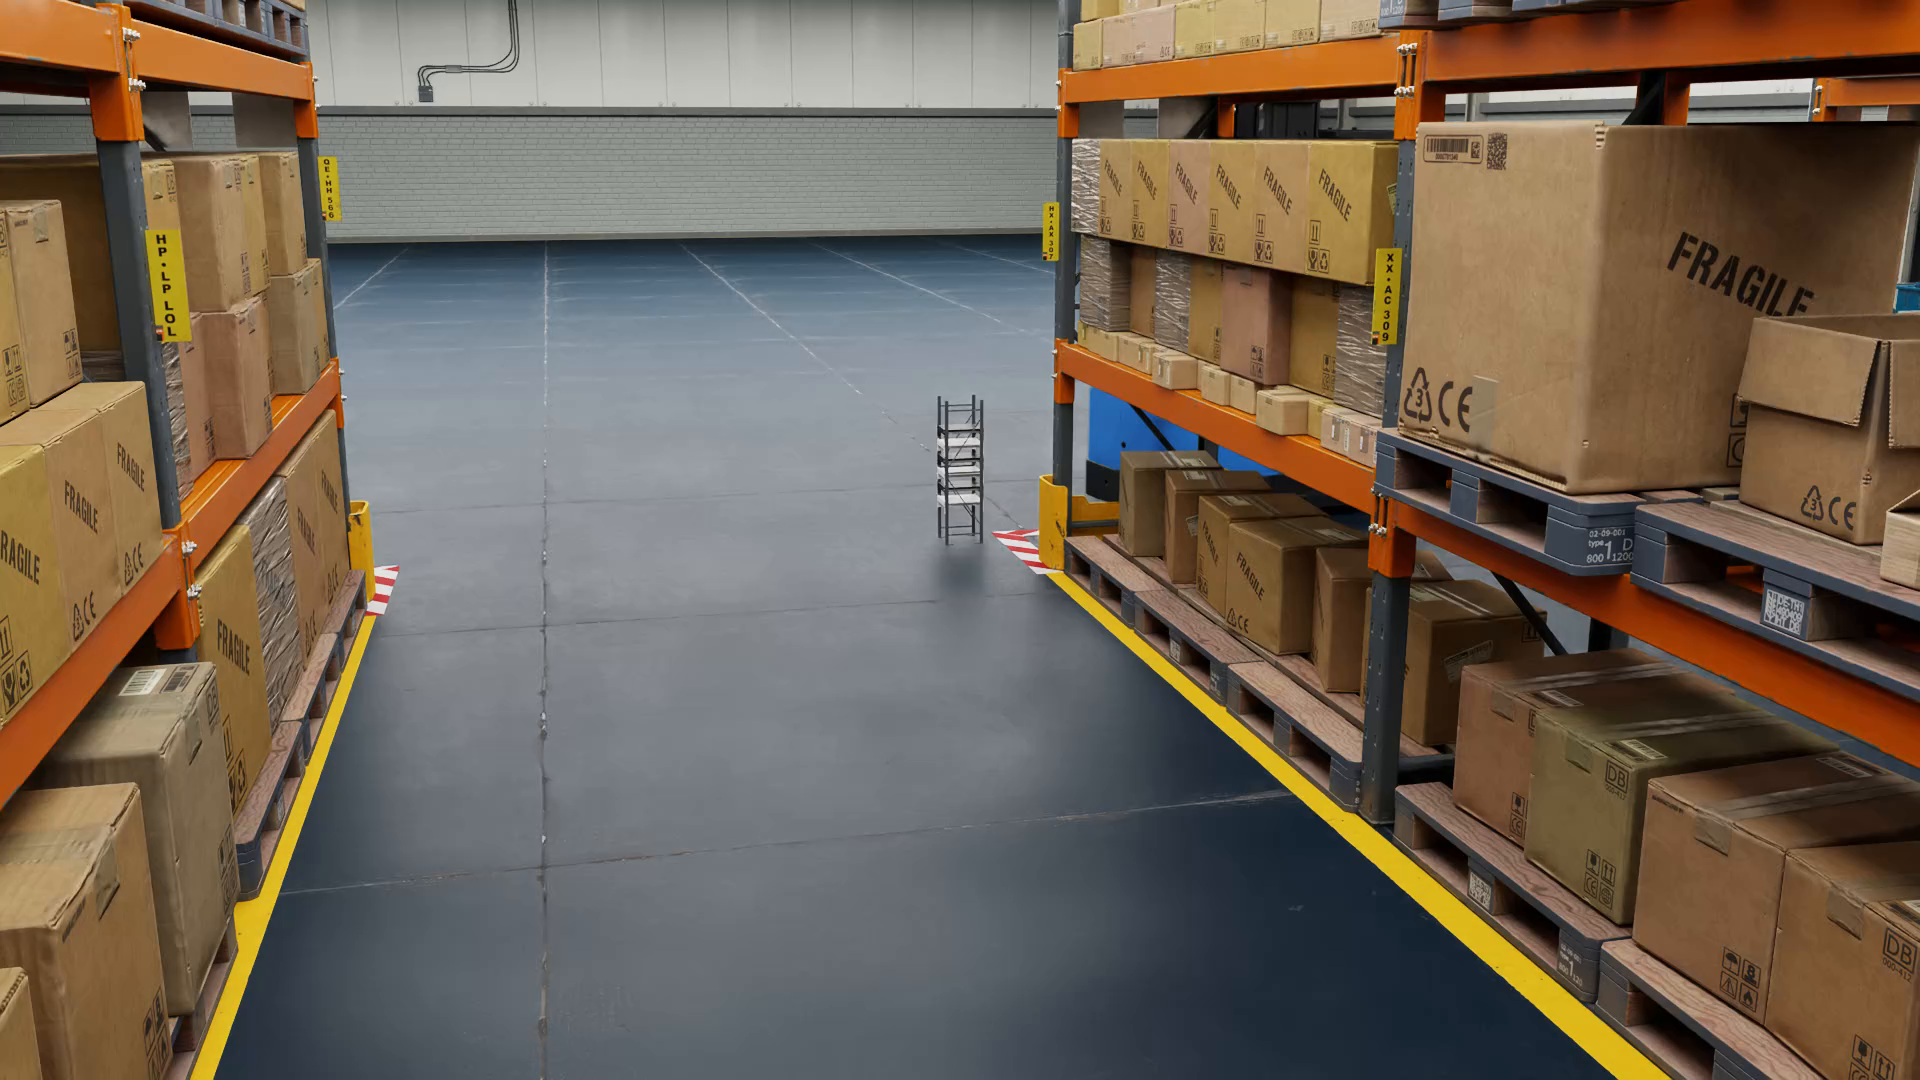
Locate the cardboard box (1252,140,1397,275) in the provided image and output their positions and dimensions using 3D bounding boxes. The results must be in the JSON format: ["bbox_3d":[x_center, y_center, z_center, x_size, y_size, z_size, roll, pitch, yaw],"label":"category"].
[{"bbox_3d":[1.496,-1.326,6.590,0.500,0.500,0.500,-3,14,-13],"label":"cardboard box"}]

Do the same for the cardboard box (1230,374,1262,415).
[{"bbox_3d":[1.407,-0.646,7.279,0.380,0.149,0.250,-3,14,-13],"label":"cardboard box"}]

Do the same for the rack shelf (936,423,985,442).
[{"bbox_3d":[0.002,-0.665,10.256,0.258,0.077,0.200,-3,14,-13],"label":"rack shelf"}]

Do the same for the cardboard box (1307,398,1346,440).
[{"bbox_3d":[1.602,-0.474,6.575,0.380,0.149,0.250,-3,14,-13],"label":"cardboard box"}]

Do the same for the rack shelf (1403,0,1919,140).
[{"bbox_3d":[2.458,-1.090,3.762,1.077,0.370,4.000,-3,14,-13],"label":"rack shelf"}]

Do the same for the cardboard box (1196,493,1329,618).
[{"bbox_3d":[1.482,0.071,8.200,0.500,0.500,0.500,-2,14,-8],"label":"cardboard box"}]

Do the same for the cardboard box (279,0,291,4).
[{"bbox_3d":[-3.269,-2.525,7.557,0.380,0.149,0.250,-3,14,-12],"label":"cardboard box"}]

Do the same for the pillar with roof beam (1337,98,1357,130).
[{"bbox_3d":[5.268,-11.676,39.259,9.100,9.000,0.400,-3,14,-13],"label":"pillar with roof beam"}]

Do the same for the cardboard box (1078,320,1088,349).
[{"bbox_3d":[0.884,-1.165,9.405,0.380,0.149,0.250,-3,14,-13],"label":"cardboard box"}]

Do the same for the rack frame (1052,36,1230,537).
[{"bbox_3d":[1.049,-1.366,9.699,1.000,3.000,0.127,-3,14,-13],"label":"rack frame"}]

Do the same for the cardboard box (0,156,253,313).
[{"bbox_3d":[-3.145,-1.127,6.130,0.875,0.550,0.550,-3,14,-13],"label":"cardboard box"}]

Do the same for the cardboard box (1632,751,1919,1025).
[{"bbox_3d":[2.337,0.940,4.598,0.700,0.500,0.500,-5,14,-18],"label":"cardboard box"}]

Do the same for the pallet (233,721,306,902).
[{"bbox_3d":[-2.959,0.985,5.952,1.003,0.211,1.213,-3,14,-13],"label":"pallet"}]

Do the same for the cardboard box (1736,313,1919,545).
[{"bbox_3d":[2.485,-0.303,4.244,0.797,0.503,0.637,-2,14,-7],"label":"cardboard box"}]

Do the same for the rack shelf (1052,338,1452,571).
[{"bbox_3d":[1.519,-0.555,7.895,1.077,0.370,4.000,-3,14,-13],"label":"rack shelf"}]

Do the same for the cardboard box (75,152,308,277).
[{"bbox_3d":[-3.528,-1.501,7.659,0.875,0.550,0.550,-3,14,-13],"label":"cardboard box"}]

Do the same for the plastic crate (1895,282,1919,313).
[{"bbox_3d":[6.272,-1.471,10.442,0.499,0.251,0.616,-3,14,-13],"label":"plastic crate"}]

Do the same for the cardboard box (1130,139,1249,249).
[{"bbox_3d":[1.143,-1.672,8.006,0.500,0.500,0.500,-3,14,-13],"label":"cardboard box"}]

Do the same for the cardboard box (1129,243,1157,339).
[{"bbox_3d":[1.385,-1.322,8.681,0.875,0.500,0.500,-3,14,-13],"label":"cardboard box"}]

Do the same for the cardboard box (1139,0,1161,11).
[{"bbox_3d":[1.082,-2.628,8.019,0.380,0.149,0.250,-3,14,-13],"label":"cardboard box"}]

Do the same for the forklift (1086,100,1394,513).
[{"bbox_3d":[2.429,-1.716,11.276,3.031,2.935,1.130,-6,15,-23],"label":"forklift"}]

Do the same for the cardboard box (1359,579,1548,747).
[{"bbox_3d":[1.933,0.472,6.555,0.500,0.500,0.500,-4,14,-15],"label":"cardboard box"}]

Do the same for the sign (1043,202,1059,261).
[{"bbox_3d":[0.521,-1.756,9.472,0.100,0.325,0.005,-3,14,-13],"label":"sign"}]

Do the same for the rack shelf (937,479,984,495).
[{"bbox_3d":[0.002,-0.315,10.342,0.258,0.077,0.200,-3,14,-13],"label":"rack shelf"}]

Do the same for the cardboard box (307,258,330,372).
[{"bbox_3d":[-3.665,-1.103,8.305,0.875,0.550,0.550,-3,14,-13],"label":"cardboard box"}]

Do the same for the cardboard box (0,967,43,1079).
[{"bbox_3d":[-2.181,1.274,2.746,1.050,0.750,0.750,-3,14,-12],"label":"cardboard box"}]

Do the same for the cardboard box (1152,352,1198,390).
[{"bbox_3d":[1.142,-0.814,7.966,0.380,0.149,0.250,-3,14,-13],"label":"cardboard box"}]

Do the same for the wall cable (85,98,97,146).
[{"bbox_3d":[-20.573,-9.405,36.506,3.097,2.526,0.112,-3,14,-13],"label":"wall cable"}]

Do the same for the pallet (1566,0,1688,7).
[{"bbox_3d":[2.276,-1.422,4.002,1.213,0.211,1.003,-3,14,-13],"label":"pallet"}]

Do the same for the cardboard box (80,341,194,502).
[{"bbox_3d":[-2.955,-0.348,5.213,0.875,0.550,0.550,-3,14,-13],"label":"cardboard box"}]

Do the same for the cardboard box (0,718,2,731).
[{"bbox_3d":[-2.115,0.217,3.009,0.500,0.500,0.500,-3,14,-14],"label":"cardboard box"}]

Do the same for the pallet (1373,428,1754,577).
[{"bbox_3d":[2.026,-0.166,5.189,1.003,0.211,1.213,-3,14,-13],"label":"pallet"}]

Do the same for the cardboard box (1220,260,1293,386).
[{"bbox_3d":[1.644,-0.971,7.243,0.875,0.500,0.500,-3,14,-13],"label":"cardboard box"}]

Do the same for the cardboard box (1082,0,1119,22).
[{"bbox_3d":[0.856,-2.803,8.733,0.380,0.149,0.250,-3,14,-12],"label":"cardboard box"}]

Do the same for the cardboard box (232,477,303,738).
[{"bbox_3d":[-3.152,0.281,6.548,0.875,0.875,0.875,-3,14,-13],"label":"cardboard box"}]

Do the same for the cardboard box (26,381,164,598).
[{"bbox_3d":[-2.474,-0.133,4.442,0.500,0.500,0.500,-3,14,-14],"label":"cardboard box"}]

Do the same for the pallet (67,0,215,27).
[{"bbox_3d":[-3.039,-1.794,5.315,1.003,0.211,1.213,-3,14,-13],"label":"pallet"}]

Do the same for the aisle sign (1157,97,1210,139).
[{"bbox_3d":[1.326,-2.660,9.517,0.394,0.787,0.004,-3,14,-13],"label":"aisle sign"}]

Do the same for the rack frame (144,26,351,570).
[{"bbox_3d":[-3.796,-1.113,8.662,1.000,3.000,0.127,-3,14,-13],"label":"rack frame"}]

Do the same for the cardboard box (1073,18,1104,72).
[{"bbox_3d":[0.911,-2.625,8.847,0.500,0.250,0.500,-3,14,-12],"label":"cardboard box"}]

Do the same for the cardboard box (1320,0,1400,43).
[{"bbox_3d":[1.627,-1.918,5.954,0.500,0.250,0.500,-3,14,-11],"label":"cardboard box"}]

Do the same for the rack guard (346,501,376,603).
[{"bbox_3d":[-3.802,0.096,8.982,1.175,0.500,0.348,-3,14,-13],"label":"rack guard"}]

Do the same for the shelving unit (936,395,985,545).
[{"bbox_3d":[0.002,-0.435,10.313,0.258,0.900,0.210,-3,14,-13],"label":"shelving unit"}]

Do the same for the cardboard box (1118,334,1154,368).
[{"bbox_3d":[1.047,-0.991,8.694,0.380,0.149,0.250,-3,14,-13],"label":"cardboard box"}]

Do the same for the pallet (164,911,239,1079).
[{"bbox_3d":[-2.602,1.338,4.505,1.003,0.211,1.213,-3,14,-13],"label":"pallet"}]

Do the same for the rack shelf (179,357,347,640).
[{"bbox_3d":[-3.326,-0.302,6.859,1.077,0.370,4.000,-3,14,-13],"label":"rack shelf"}]

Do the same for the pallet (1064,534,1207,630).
[{"bbox_3d":[1.223,0.195,9.183,1.003,0.211,1.213,-3,14,-13],"label":"pallet"}]

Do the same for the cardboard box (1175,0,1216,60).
[{"bbox_3d":[1.278,-2.272,7.402,0.500,0.250,0.500,-3,14,-12],"label":"cardboard box"}]

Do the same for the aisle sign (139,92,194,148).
[{"bbox_3d":[-4.104,-2.375,8.352,0.394,0.787,0.004,-3,14,-13],"label":"aisle sign"}]
